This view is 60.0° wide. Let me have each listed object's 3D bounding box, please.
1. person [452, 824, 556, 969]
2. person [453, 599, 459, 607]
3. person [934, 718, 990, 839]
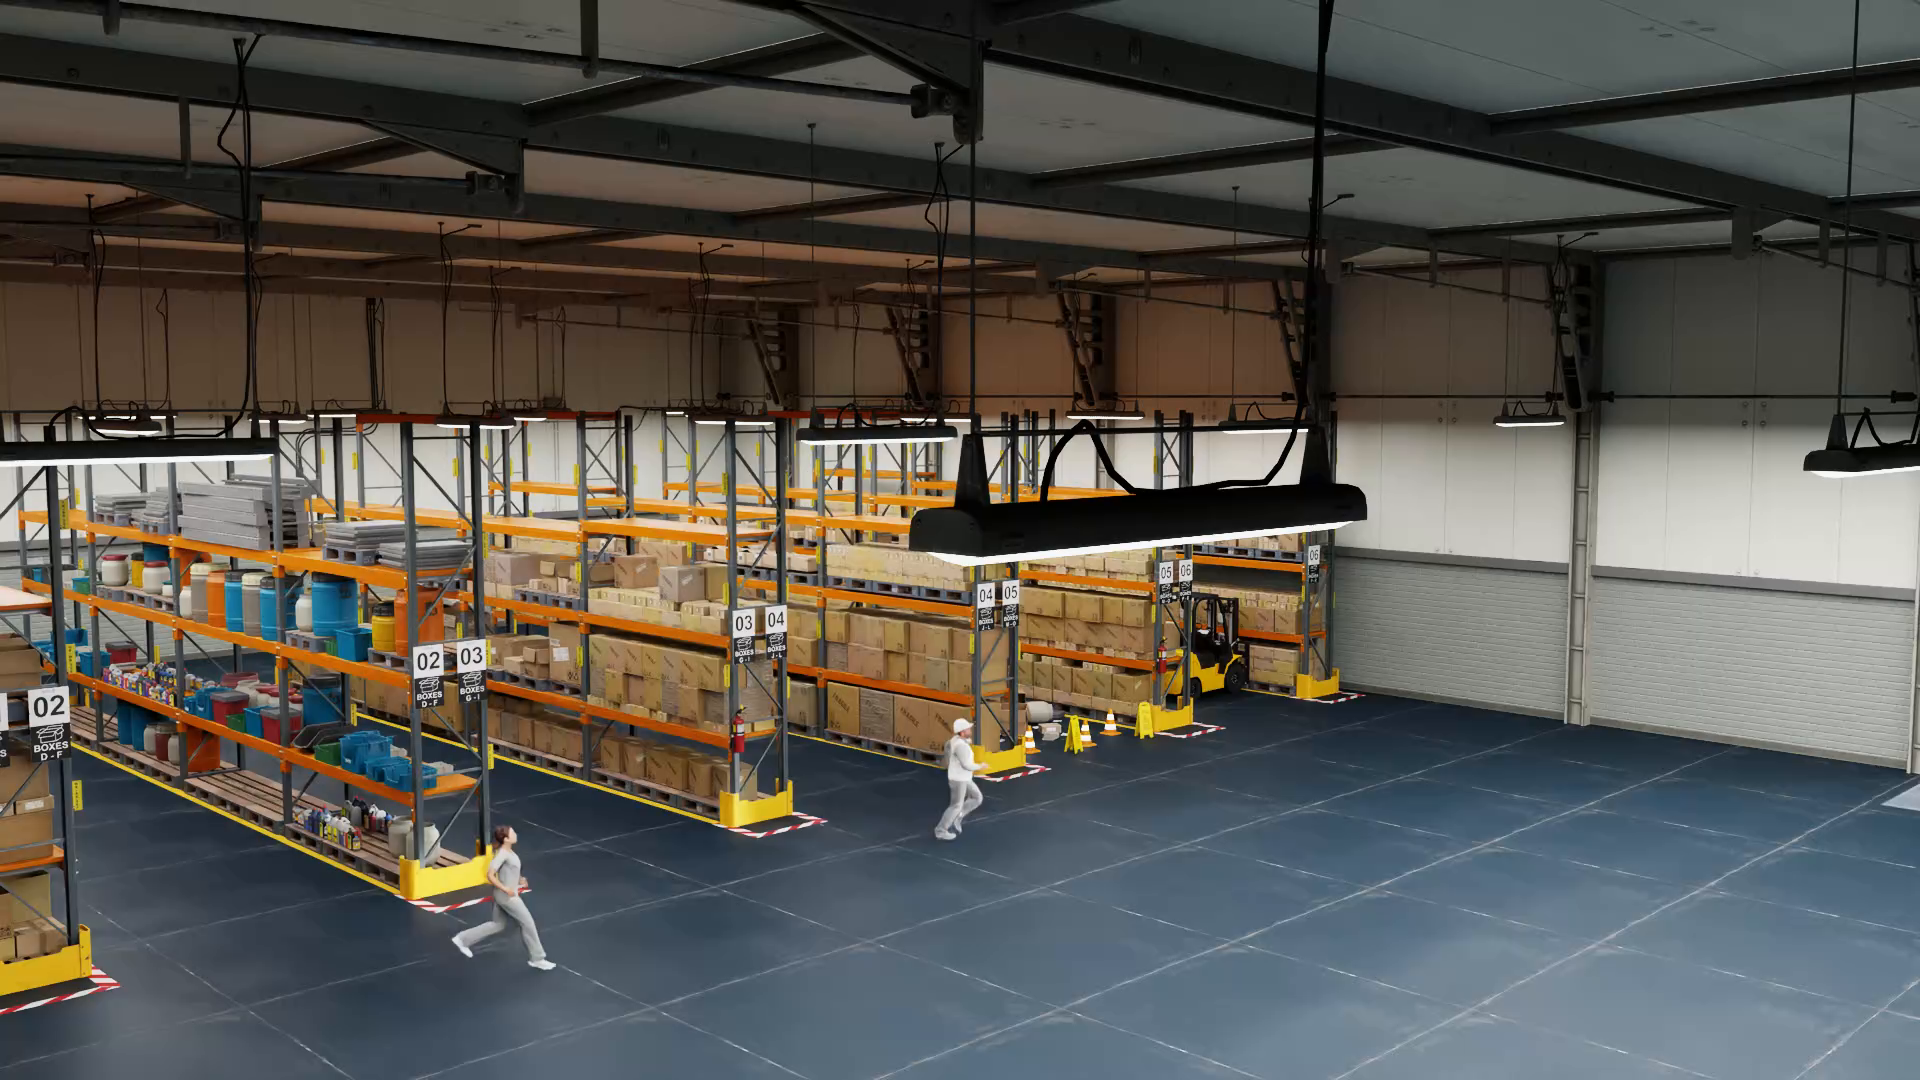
[{"bbox_3d":[-5.016,3.936,18.253,1.098,1.666,0.538,-2,5,-22],"label":"person"},{"bbox_3d":[-11.434,2.176,37.747,0.762,1.733,0.910,-2,5,-24],"label":"person"},{"bbox_3d":[0.028,3.388,23.736,0.791,1.725,0.673,0,5,-1],"label":"person"}]
